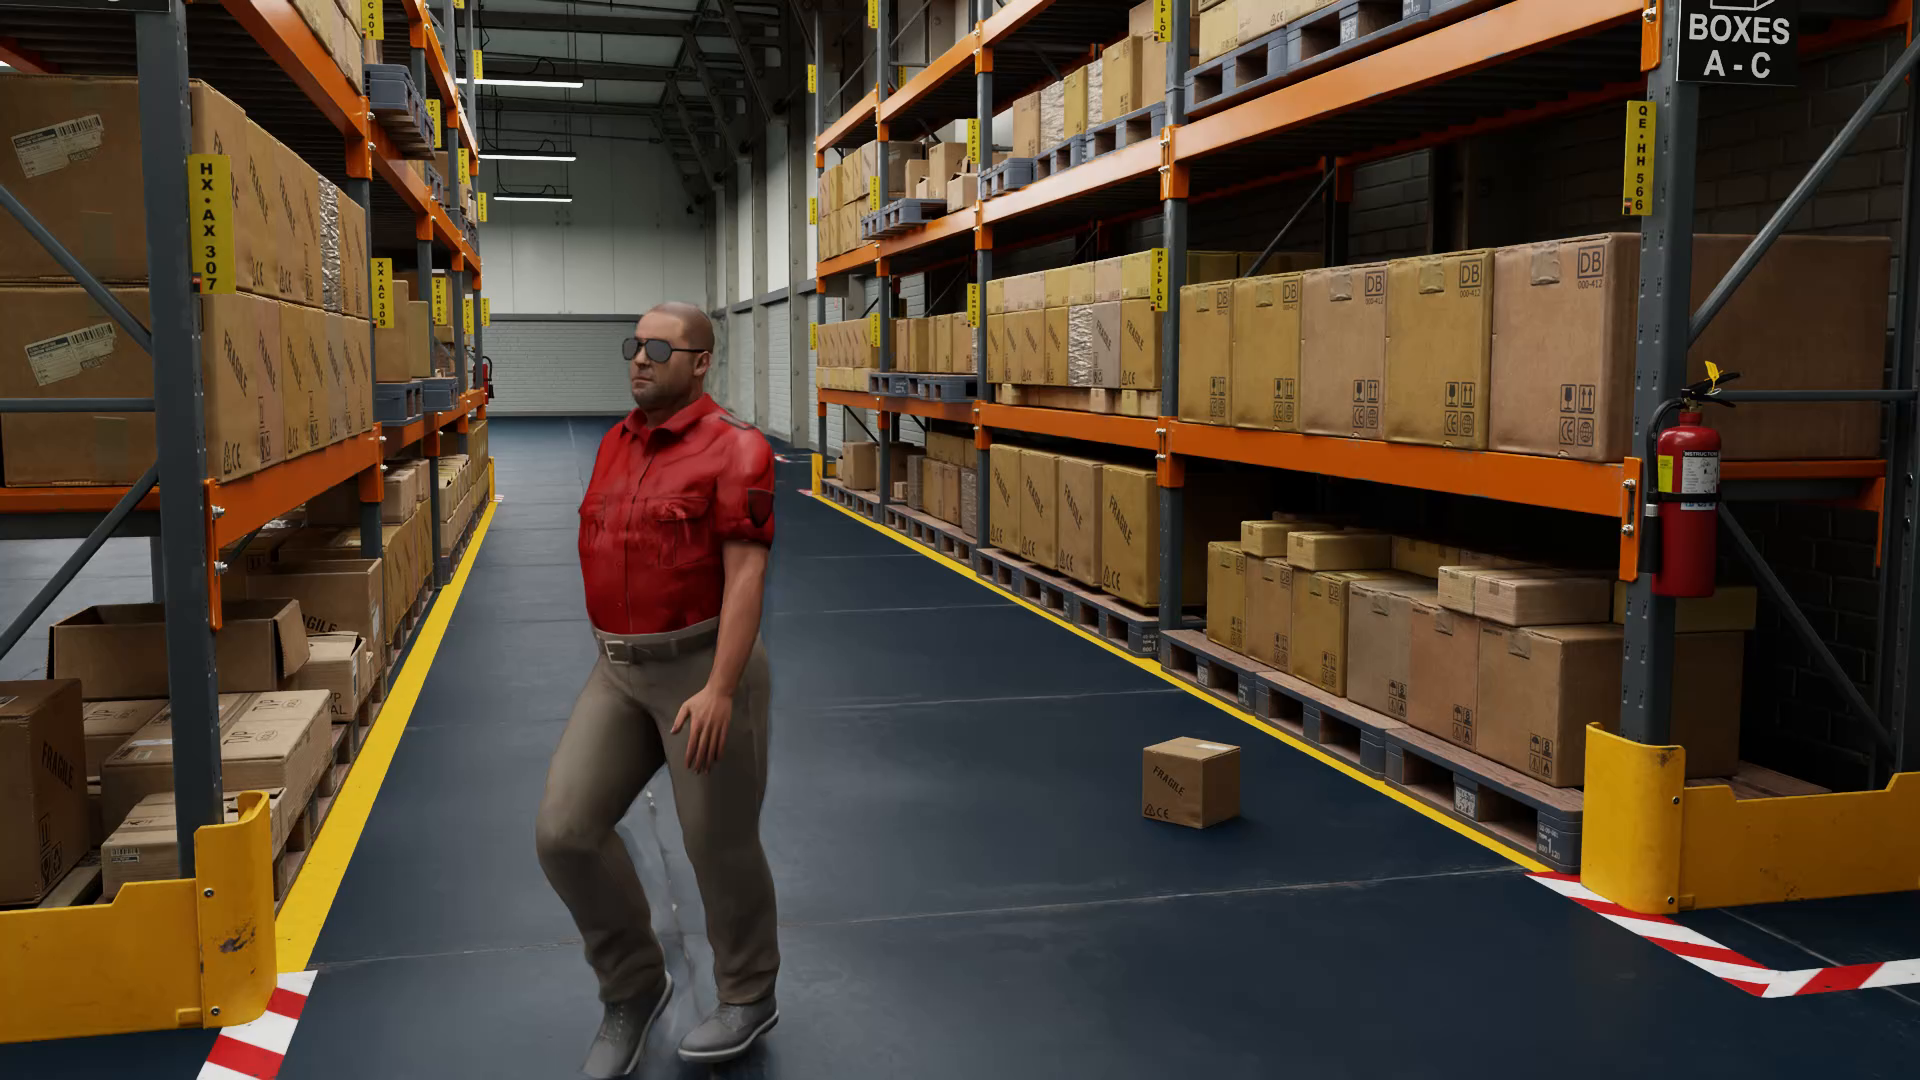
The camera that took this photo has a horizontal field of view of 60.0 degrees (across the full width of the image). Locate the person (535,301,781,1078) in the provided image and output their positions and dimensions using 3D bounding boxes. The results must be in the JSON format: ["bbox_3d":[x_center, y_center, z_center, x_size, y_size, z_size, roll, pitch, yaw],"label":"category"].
[{"bbox_3d":[-0.658,0.368,3.756,0.585,1.798,0.499,4,7,31],"label":"person"}]
